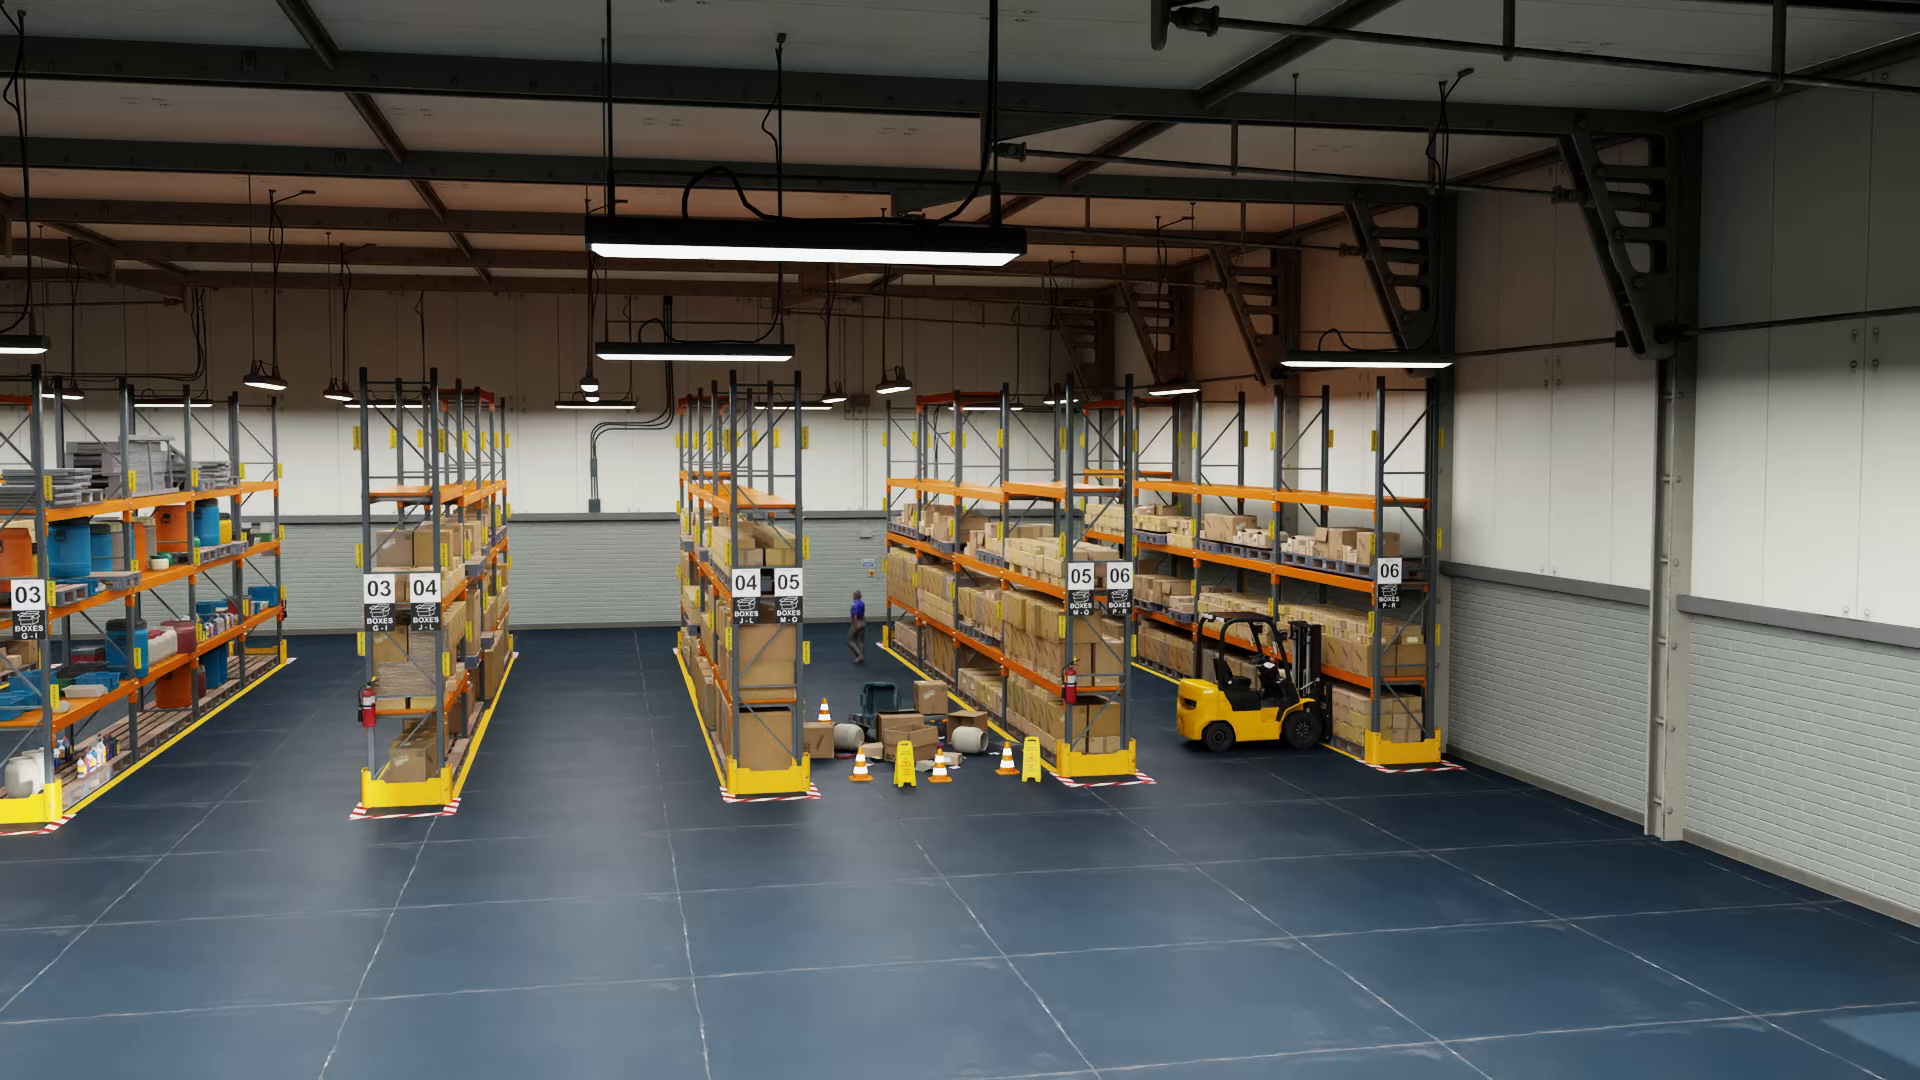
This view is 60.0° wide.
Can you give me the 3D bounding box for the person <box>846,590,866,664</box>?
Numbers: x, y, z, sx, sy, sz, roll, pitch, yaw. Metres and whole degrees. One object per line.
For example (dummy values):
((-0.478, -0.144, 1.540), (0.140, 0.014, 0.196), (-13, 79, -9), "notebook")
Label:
((-2.284, 1.952, 37.341), (0.444, 1.657, 0.504), (2, 4, 25), "person")
